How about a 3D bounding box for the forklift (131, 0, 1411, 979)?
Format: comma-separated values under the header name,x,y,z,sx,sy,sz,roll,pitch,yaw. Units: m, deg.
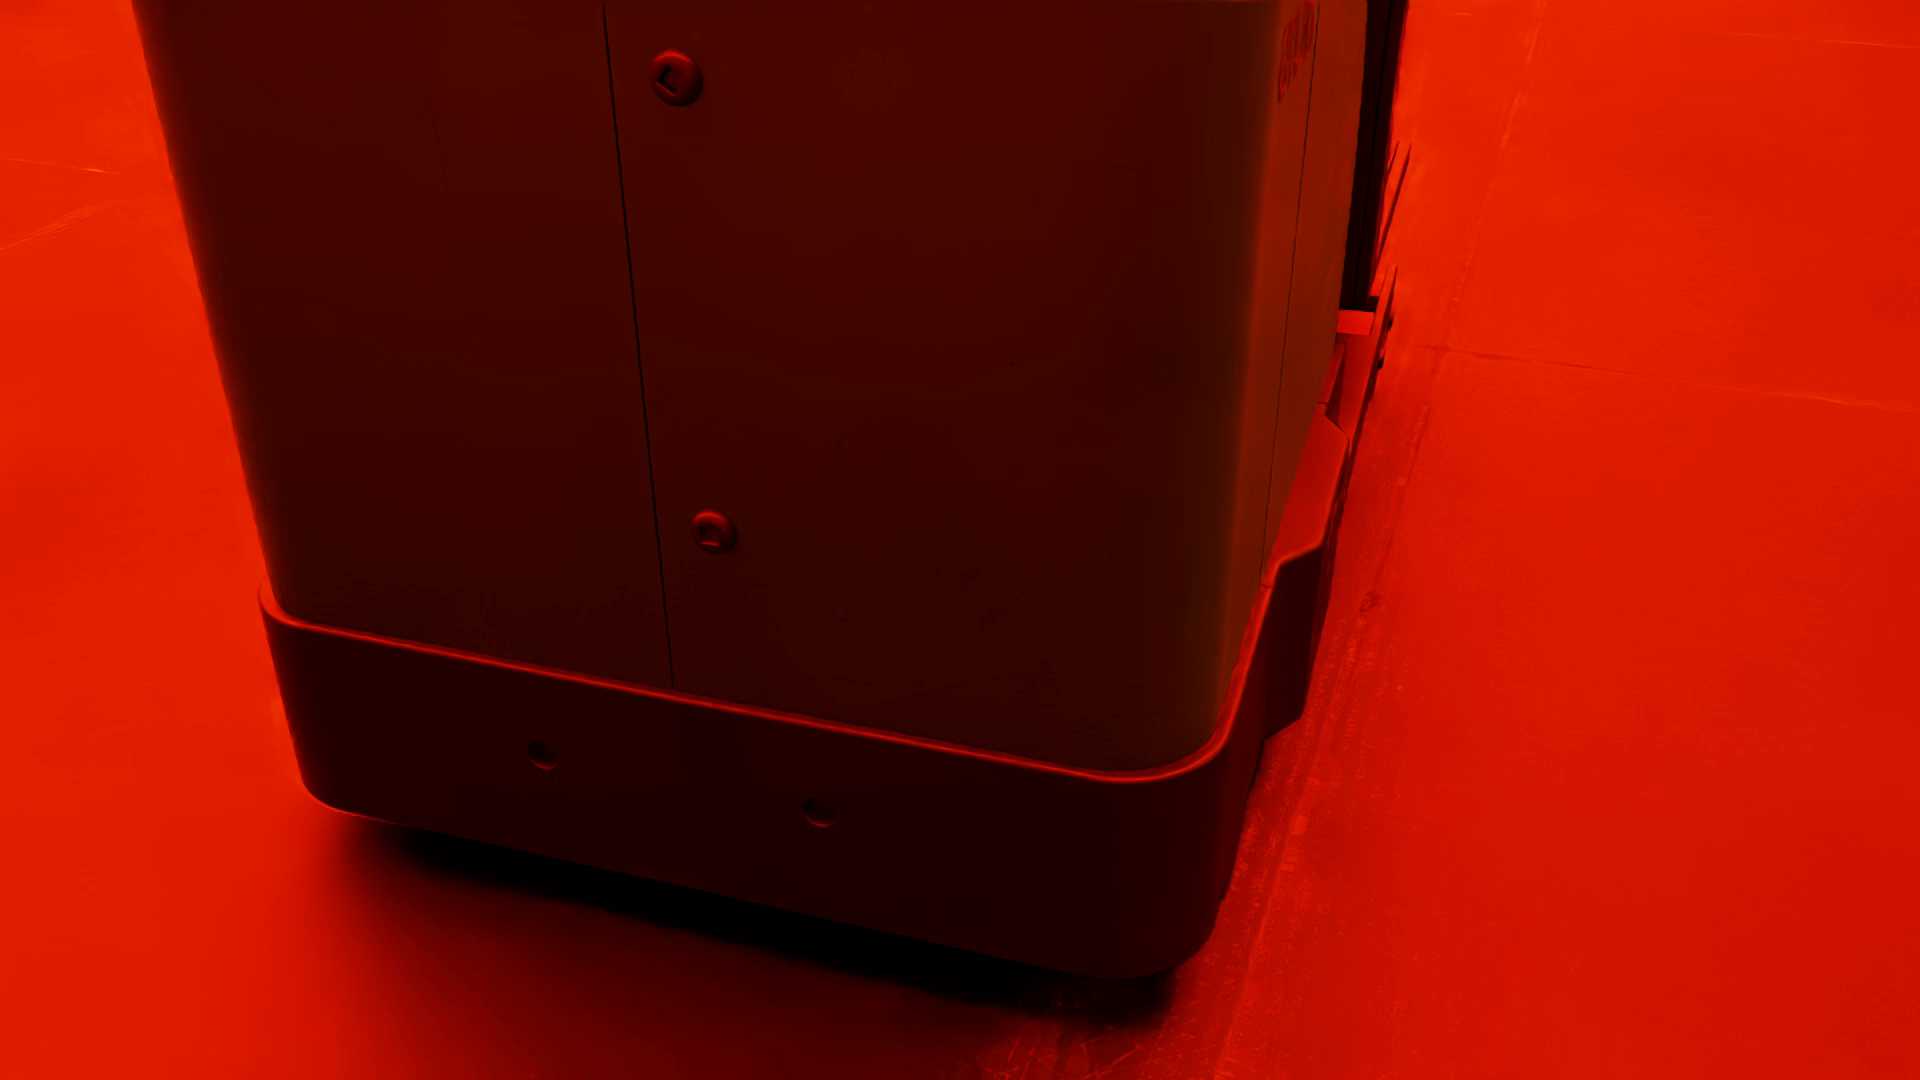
name,x,y,z,sx,sy,sz,roll,pitch,yaw
forklift,0.177,-1.564,2.288,1.130,2.935,3.031,9,31,15
